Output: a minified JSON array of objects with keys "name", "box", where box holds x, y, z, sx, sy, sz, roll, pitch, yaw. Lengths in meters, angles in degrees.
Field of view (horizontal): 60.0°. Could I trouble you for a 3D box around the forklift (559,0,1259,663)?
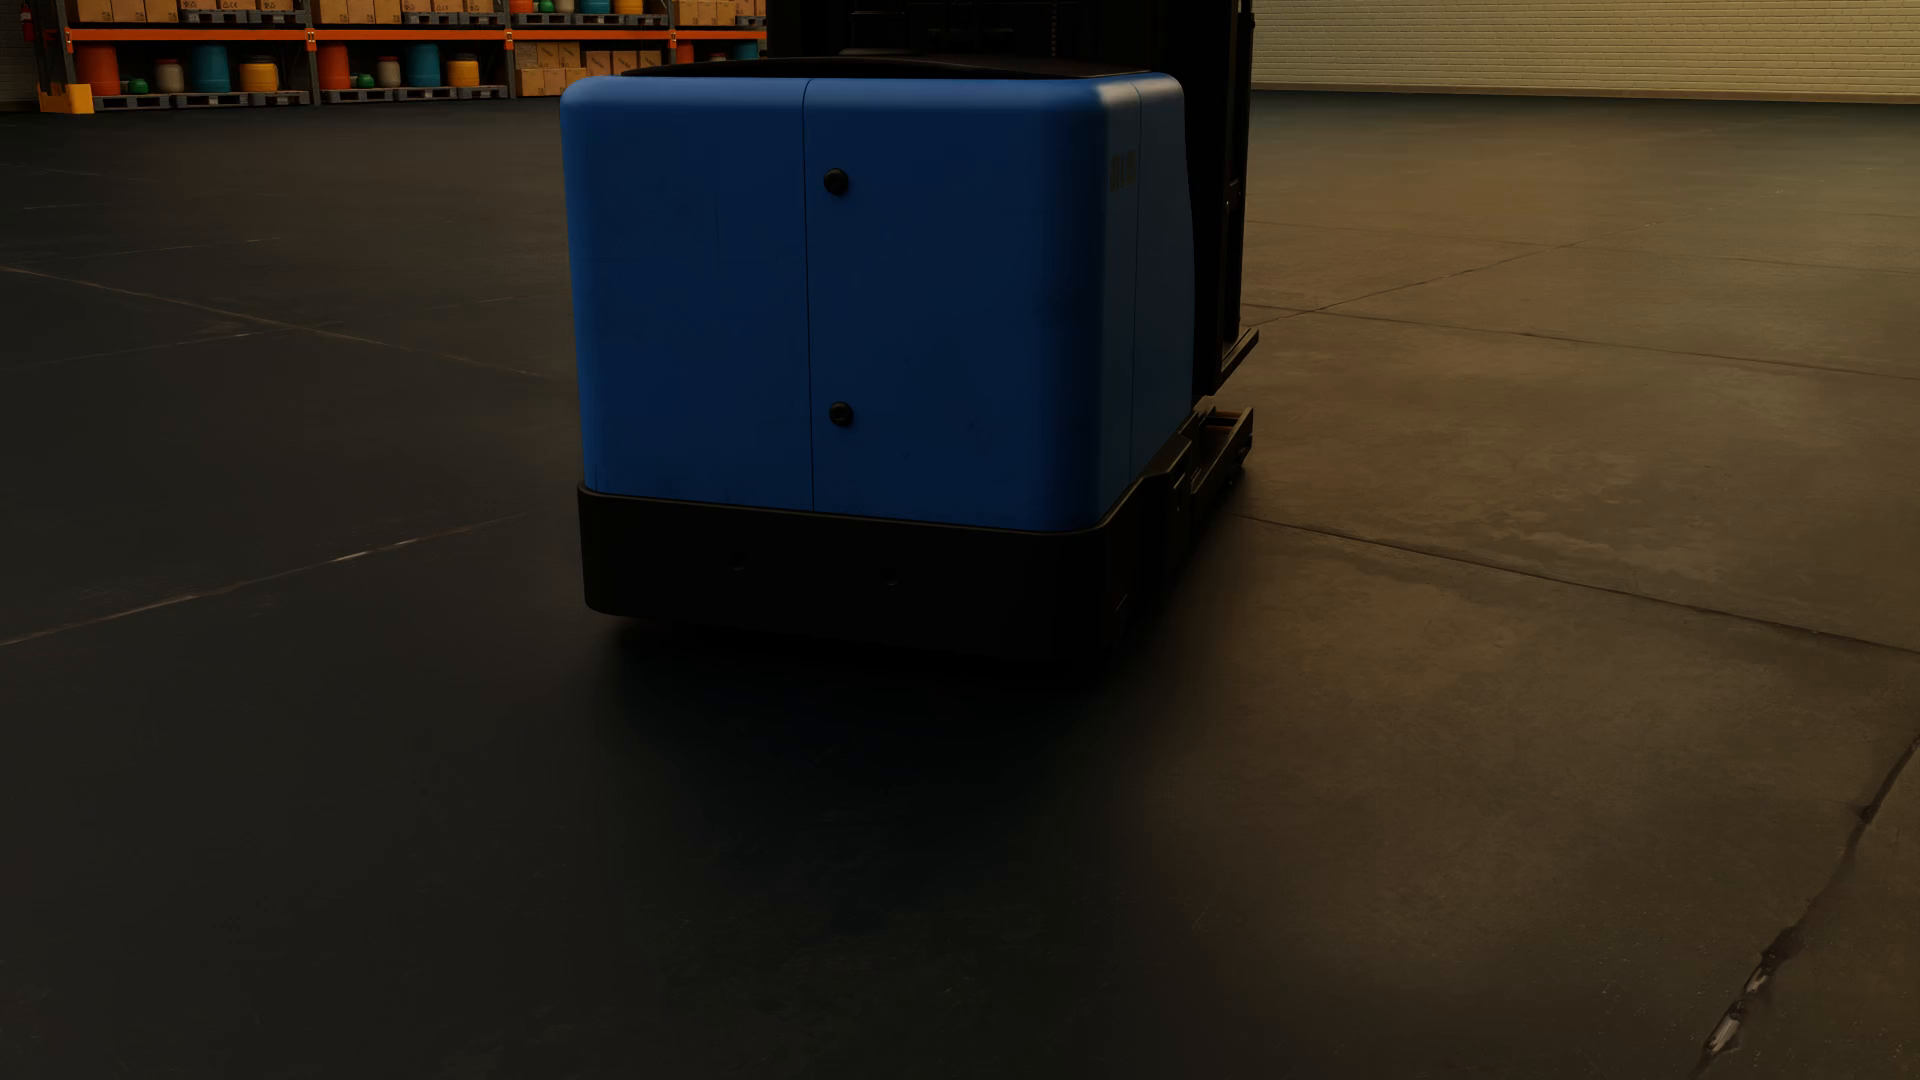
[{"name":"forklift","box":[0.182,-1.571,4.072,1.130,2.935,3.031,5,18,17]}]
